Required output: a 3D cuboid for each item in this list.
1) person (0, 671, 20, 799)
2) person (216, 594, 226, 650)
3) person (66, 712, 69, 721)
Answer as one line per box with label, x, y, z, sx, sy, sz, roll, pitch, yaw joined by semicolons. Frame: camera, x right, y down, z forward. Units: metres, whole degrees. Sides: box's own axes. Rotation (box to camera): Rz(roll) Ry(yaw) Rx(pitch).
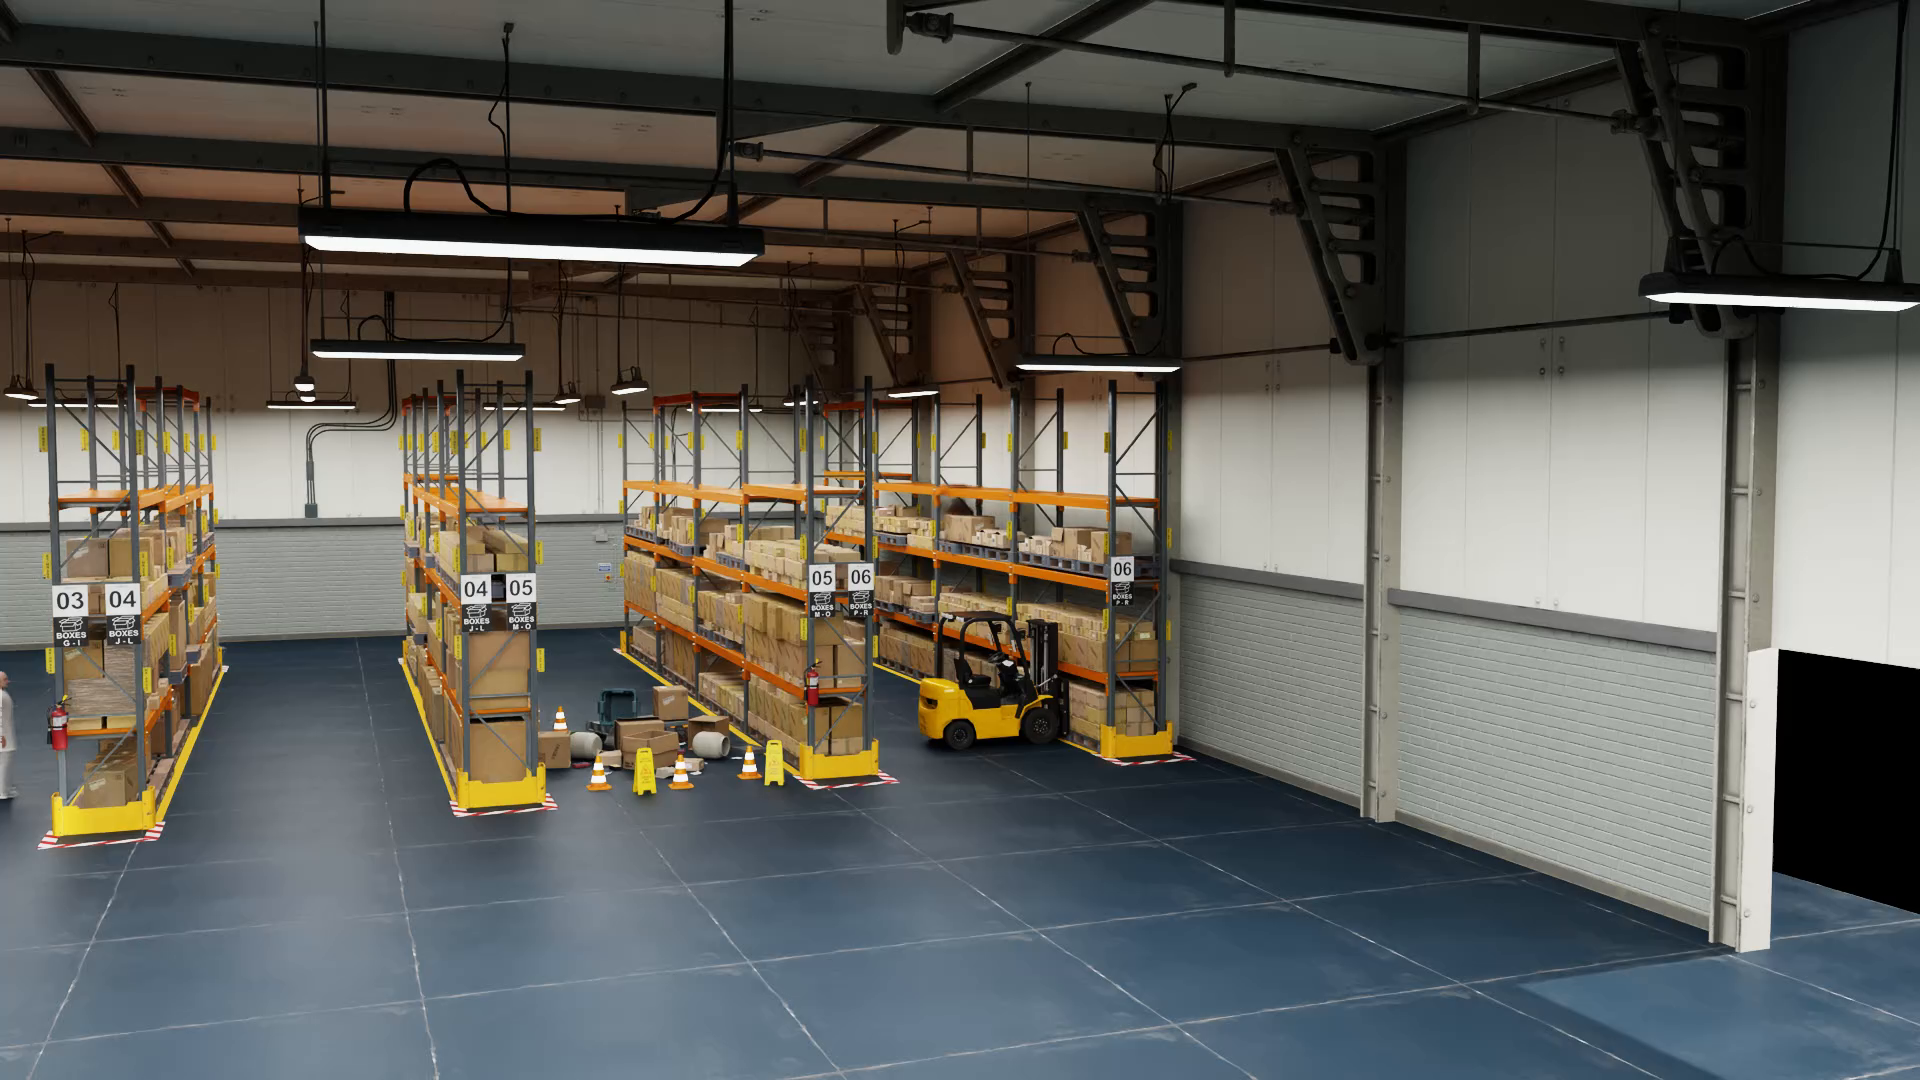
person;-13.453;2.736;23.424;0.416;1.794;0.606;-3;5;-43
person;-18.056;1.781;39.895;0.764;1.745;0.556;0;3;1
person;-16.060;2.426;29.984;0.380;1.655;0.508;-2;4;-31
